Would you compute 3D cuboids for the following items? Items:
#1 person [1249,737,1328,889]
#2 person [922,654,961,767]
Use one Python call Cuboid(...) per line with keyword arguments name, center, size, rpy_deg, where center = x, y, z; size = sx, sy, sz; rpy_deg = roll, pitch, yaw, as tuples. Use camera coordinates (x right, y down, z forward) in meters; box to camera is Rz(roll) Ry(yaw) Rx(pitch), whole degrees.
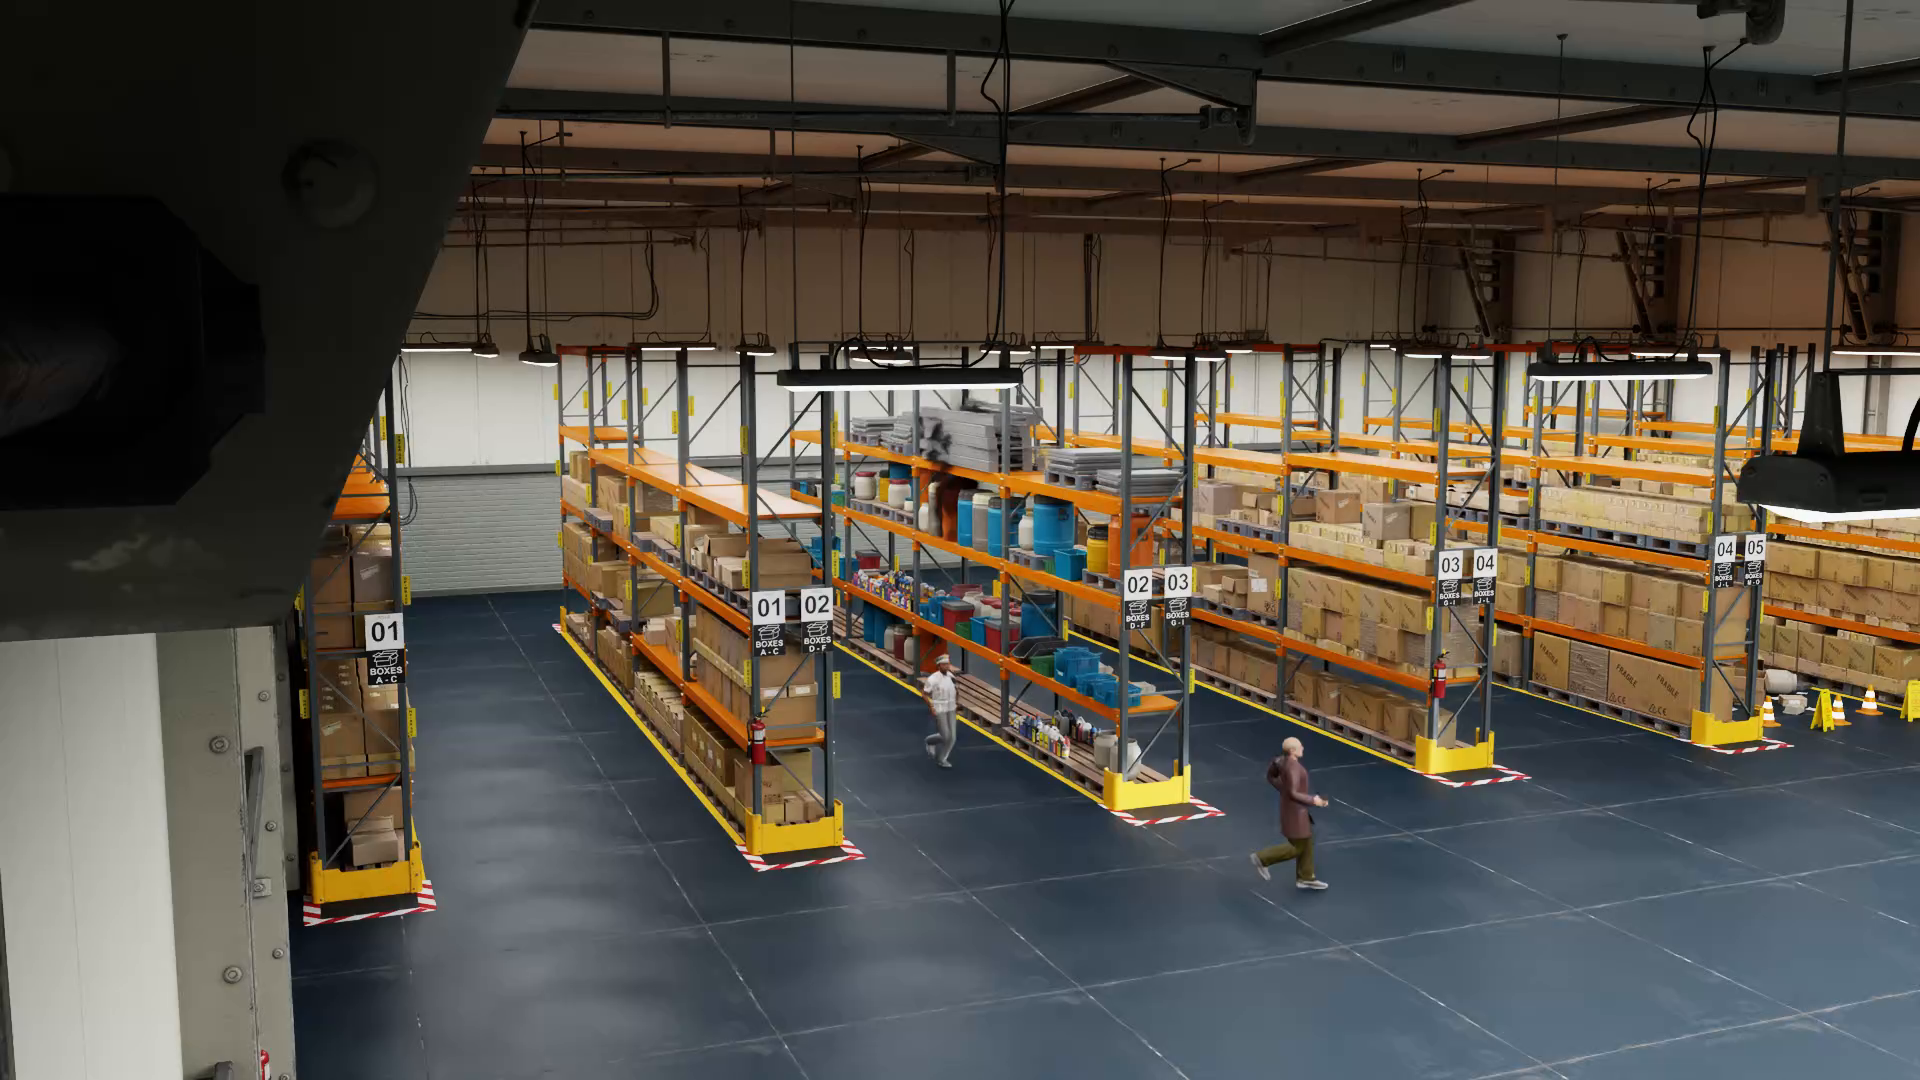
Cuboid(name="person", center=(3.755, 3.085, 18.771), size=(0.856, 1.756, 0.711), rpy_deg=(0, 7, -1))
Cuboid(name="person", center=(-0.234, 2.455, 24.012), size=(0.574, 1.649, 0.564), rpy_deg=(-5, 9, -35))
